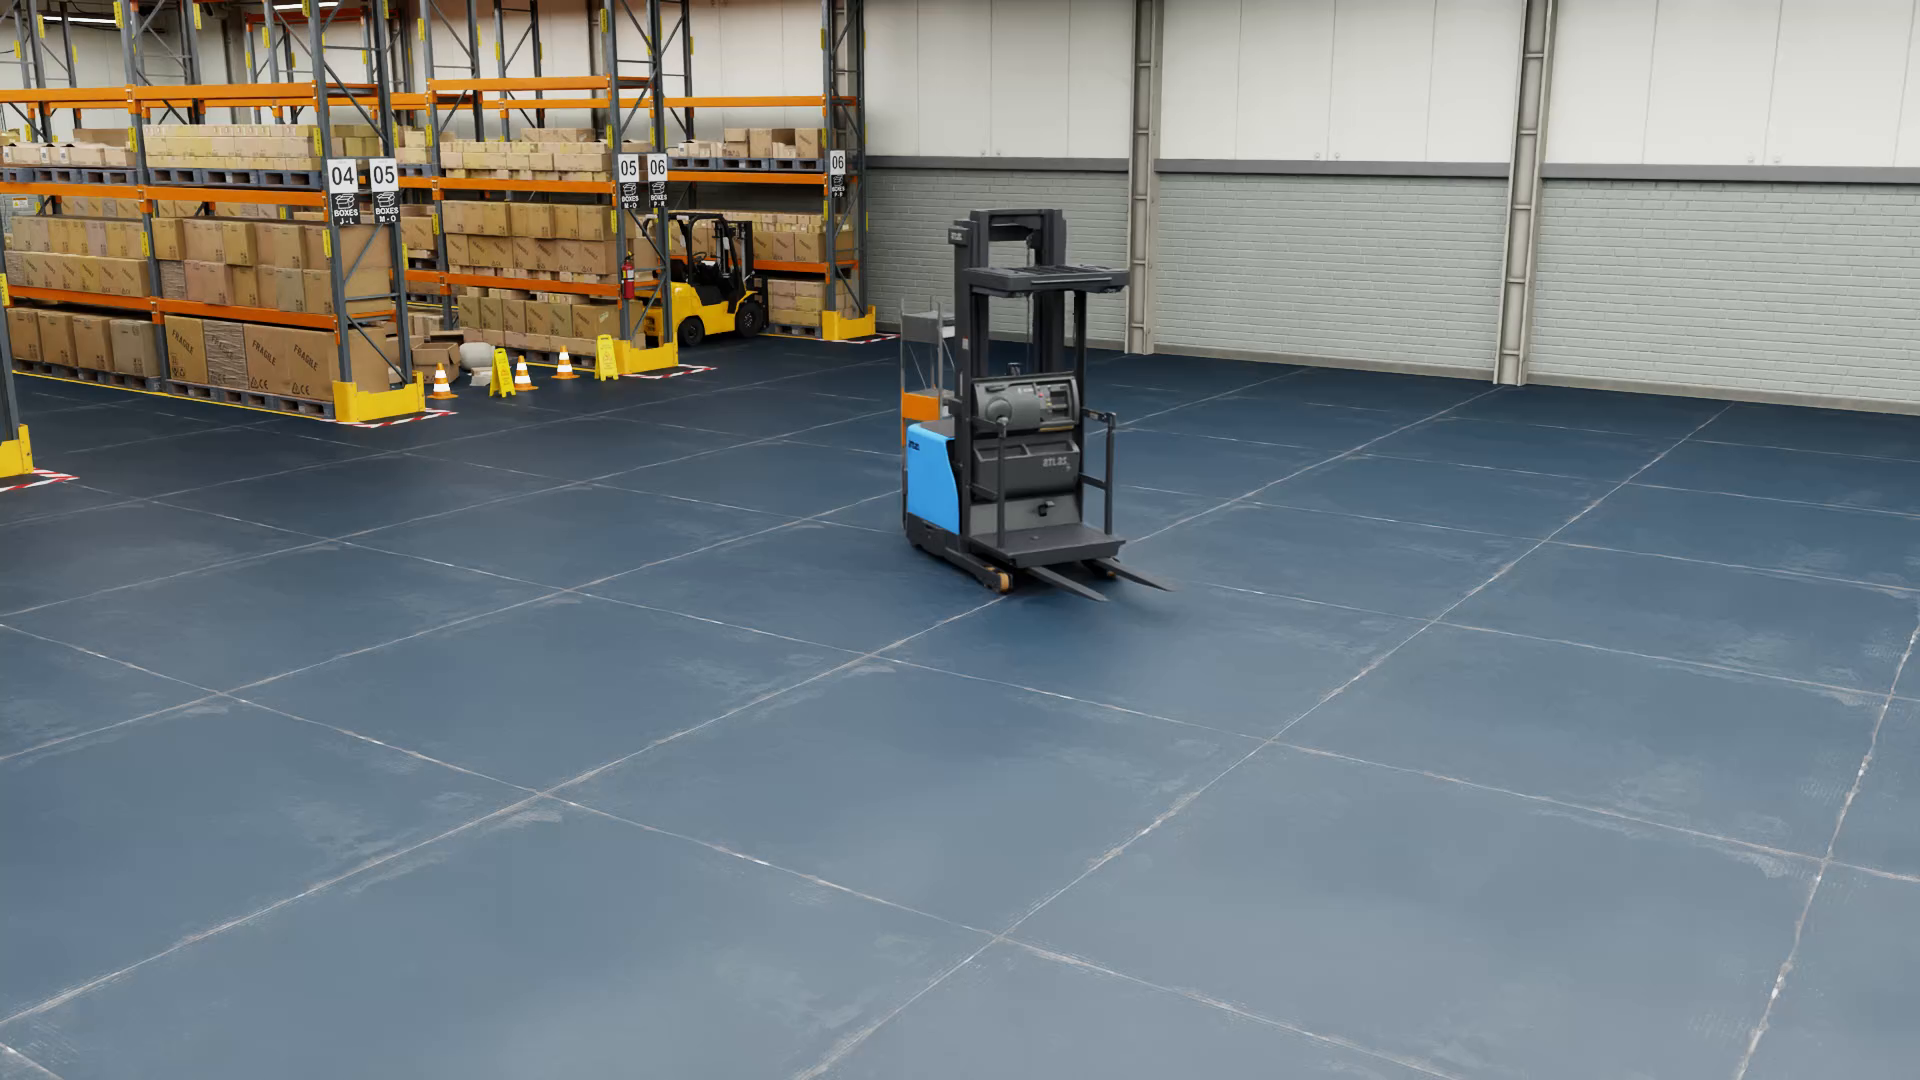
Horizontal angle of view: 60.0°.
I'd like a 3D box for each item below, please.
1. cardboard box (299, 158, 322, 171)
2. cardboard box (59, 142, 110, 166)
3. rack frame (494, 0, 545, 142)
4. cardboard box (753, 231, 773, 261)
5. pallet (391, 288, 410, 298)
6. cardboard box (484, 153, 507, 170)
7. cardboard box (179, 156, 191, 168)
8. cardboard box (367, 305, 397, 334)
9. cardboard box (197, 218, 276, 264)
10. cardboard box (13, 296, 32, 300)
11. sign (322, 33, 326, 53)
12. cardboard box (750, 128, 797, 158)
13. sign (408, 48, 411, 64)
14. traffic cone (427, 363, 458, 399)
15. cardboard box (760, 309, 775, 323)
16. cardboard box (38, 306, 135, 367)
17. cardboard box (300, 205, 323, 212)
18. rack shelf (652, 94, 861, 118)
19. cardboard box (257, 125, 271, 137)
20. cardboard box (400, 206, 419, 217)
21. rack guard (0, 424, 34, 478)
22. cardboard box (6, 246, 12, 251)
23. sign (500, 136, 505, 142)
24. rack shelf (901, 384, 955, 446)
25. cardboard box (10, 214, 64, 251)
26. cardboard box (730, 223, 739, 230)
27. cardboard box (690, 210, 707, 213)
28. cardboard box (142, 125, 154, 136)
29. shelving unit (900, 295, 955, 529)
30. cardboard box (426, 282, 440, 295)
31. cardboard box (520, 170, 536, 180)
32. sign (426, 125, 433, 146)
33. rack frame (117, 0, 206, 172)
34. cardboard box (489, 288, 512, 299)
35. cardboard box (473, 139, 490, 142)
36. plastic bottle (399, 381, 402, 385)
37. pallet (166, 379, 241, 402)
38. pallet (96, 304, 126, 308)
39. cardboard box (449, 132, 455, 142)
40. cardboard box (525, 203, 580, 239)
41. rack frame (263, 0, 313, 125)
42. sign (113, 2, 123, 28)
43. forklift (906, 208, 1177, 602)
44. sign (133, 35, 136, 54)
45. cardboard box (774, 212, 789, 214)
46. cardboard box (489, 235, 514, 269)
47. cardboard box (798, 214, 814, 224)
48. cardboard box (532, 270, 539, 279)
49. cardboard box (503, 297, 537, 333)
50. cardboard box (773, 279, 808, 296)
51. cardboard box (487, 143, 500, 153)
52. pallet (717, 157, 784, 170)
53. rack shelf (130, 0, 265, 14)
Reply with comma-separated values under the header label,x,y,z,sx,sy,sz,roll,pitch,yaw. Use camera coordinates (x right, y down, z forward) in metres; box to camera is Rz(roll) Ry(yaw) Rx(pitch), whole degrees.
label,x,y,z,sx,sy,sz,roll,pitch,yaw
cardboard box,-7.883,-4.618,20.433,0.250,0.149,0.380,9,17,33
cardboard box,-12.314,-5.447,23.445,0.500,0.311,0.500,8,16,31
rack frame,-8.610,-9.030,32.573,0.127,3.000,1.000,9,17,33
cardboard box,-3.378,-5.247,29.569,0.500,0.500,0.500,9,16,32
pallet,-12.499,-5.393,36.169,1.213,0.211,1.003,9,17,33
cardboard box,-7.004,-5.868,25.736,0.500,0.250,0.500,9,17,33
cardboard box,-9.995,-4.959,21.811,0.250,0.149,0.380,9,16,32
cardboard box,-9.027,-3.386,25.886,0.500,0.500,0.500,9,17,33
cardboard box,-9.557,-3.981,22.102,0.550,0.550,0.875,9,17,33
cardboard box,-14.914,-3.690,26.255,0.500,0.250,0.500,9,16,32
sign,-11.083,-8.641,28.894,0.005,0.325,0.100,9,17,33
cardboard box,-3.269,-6.970,29.204,0.500,0.500,0.700,9,17,33
sign,-11.624,-10.208,35.059,0.005,0.325,0.100,9,17,33
traffic cone,-7.066,-2.177,22.655,0.334,0.463,0.336,9,17,33
cardboard box,-3.356,-4.051,29.795,0.500,0.250,0.500,9,17,33
cardboard box,-12.874,-3.023,24.599,0.750,0.750,1.050,9,17,34
cardboard box,-11.650,-5.776,29.626,0.500,0.500,0.500,9,16,31
rack shelf,-3.631,-7.682,29.457,4.000,0.370,1.077,9,17,33
cardboard box,-8.522,-5.108,20.753,0.250,0.149,0.380,10,17,34
cardboard box,-9.146,-5.409,27.382,0.250,0.149,0.380,9,16,31
rack guard,-10.333,-0.875,17.319,0.348,0.500,1.175,9,17,33
cardboard box,-14.571,-4.494,25.765,0.250,0.149,0.380,10,17,35
sign,-8.915,-7.717,32.436,0.005,0.325,0.100,9,17,33
rack shelf,-0.211,-1.097,14.941,0.431,0.518,0.480,-13,19,-43
cardboard box,-13.689,-4.599,24.869,0.500,0.500,0.700,9,17,33
cardboard box,-3.901,-5.638,29.799,0.250,0.149,0.380,9,16,32
cardboard box,-4.708,-5.938,30.390,0.250,0.149,0.380,9,16,32
cardboard box,-10.625,-5.447,22.126,0.250,0.149,0.380,9,17,33
shelving unit,-0.211,-1.110,14.937,0.431,2.100,0.503,-13,19,-43
cardboard box,-10.794,-5.398,34.713,0.500,0.500,0.500,9,16,31
cardboard box,-6.491,-5.578,25.394,0.250,0.149,0.380,9,16,32
sign,-8.365,-6.378,26.208,0.005,0.325,0.100,9,17,33
rack frame,-10.737,-6.503,22.364,0.127,3.000,1.000,9,17,33
cardboard box,-7.222,-3.909,26.309,0.250,0.149,0.380,10,17,35
cardboard box,-9.469,-7.908,33.147,0.250,0.149,0.380,9,16,31
plastic bottle,-7.901,-2.245,23.764,0.283,0.061,0.133,3,14,14
pallet,-10.150,-2.119,22.945,1.213,0.211,1.003,9,17,33
pallet,-16.300,-4.591,32.931,1.213,0.211,1.003,9,17,33
cardboard box,-8.739,-6.644,27.575,0.500,0.250,0.500,9,16,32
cardboard box,-6.181,-4.875,25.367,0.500,0.500,0.700,9,16,32
rack frame,-11.377,-8.040,28.573,0.127,3.000,1.000,9,17,33
sign,-11.030,-6.885,21.799,0.005,0.325,0.100,9,17,33
forklift,0.641,-1.124,13.266,1.130,2.935,3.031,-7,16,-26
sign,-15.026,-8.999,30.175,0.005,0.325,0.100,9,17,33
cardboard box,-3.149,-5.836,29.979,0.250,0.149,0.380,9,16,31
cardboard box,-7.010,-4.537,26.081,0.500,0.500,0.500,9,17,32
cardboard box,-2.609,-5.586,28.967,0.250,0.149,0.380,9,17,33
cardboard box,-6.426,-4.149,25.864,0.250,0.149,0.380,9,17,33
cardboard box,-6.839,-3.552,26.217,0.500,0.500,0.500,10,17,36
cardboard box,-2.955,-4.466,29.390,0.500,0.250,0.500,10,17,34
cardboard box,-7.096,-6.075,25.742,0.250,0.149,0.380,9,16,31
pallet,-3.561,-6.721,29.674,1.213,0.211,1.003,9,17,33
rack shelf,-13.037,-9.572,29.344,4.000,0.370,1.077,9,17,33
